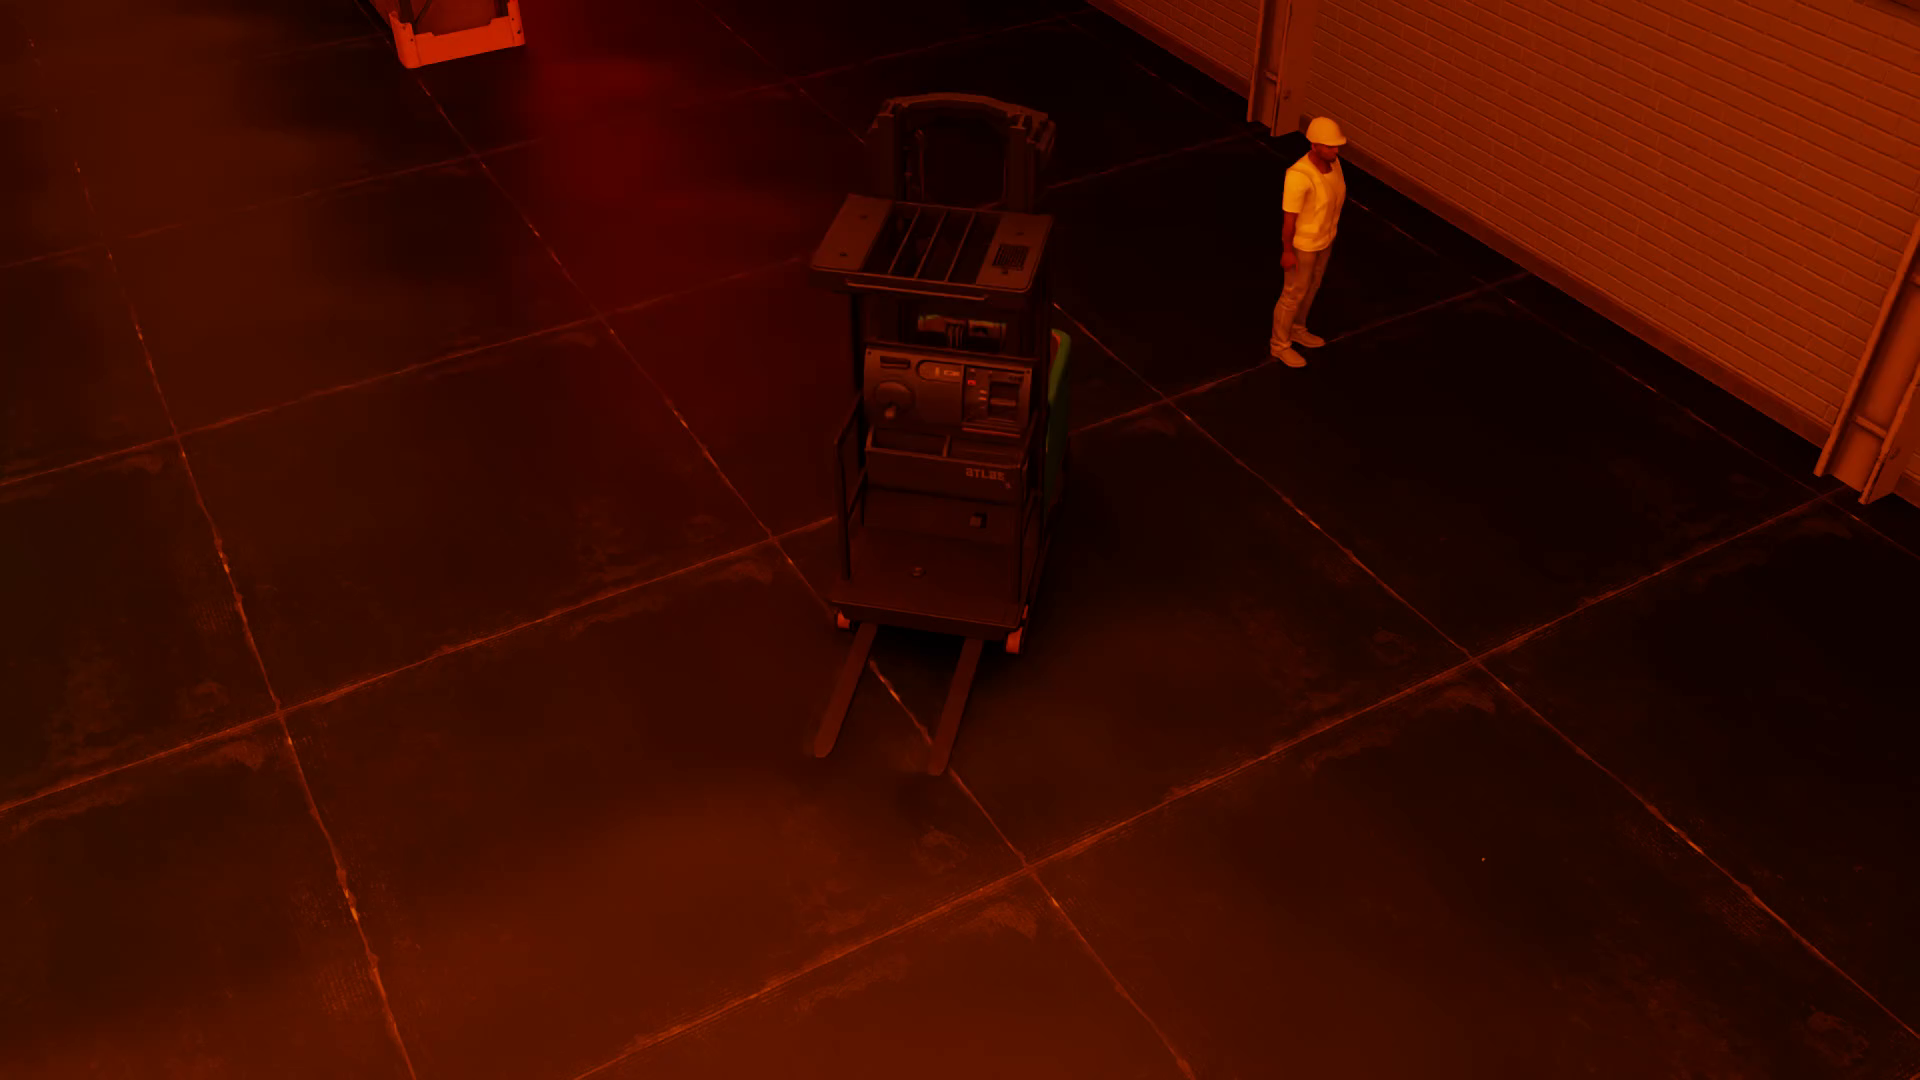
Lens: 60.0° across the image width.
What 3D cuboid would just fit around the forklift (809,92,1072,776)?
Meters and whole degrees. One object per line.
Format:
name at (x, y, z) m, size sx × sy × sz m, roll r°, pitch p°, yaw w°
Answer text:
forklift at (-0.112, -0.736, 8.924) m, size 1.130 × 2.935 × 3.031 m, roll 8°, pitch 40°, yaw 9°

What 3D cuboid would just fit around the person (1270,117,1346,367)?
person at (2.415, -2.060, 11.432) m, size 0.379 × 1.771 × 0.594 m, roll 27°, pitch 47°, yaw 29°
